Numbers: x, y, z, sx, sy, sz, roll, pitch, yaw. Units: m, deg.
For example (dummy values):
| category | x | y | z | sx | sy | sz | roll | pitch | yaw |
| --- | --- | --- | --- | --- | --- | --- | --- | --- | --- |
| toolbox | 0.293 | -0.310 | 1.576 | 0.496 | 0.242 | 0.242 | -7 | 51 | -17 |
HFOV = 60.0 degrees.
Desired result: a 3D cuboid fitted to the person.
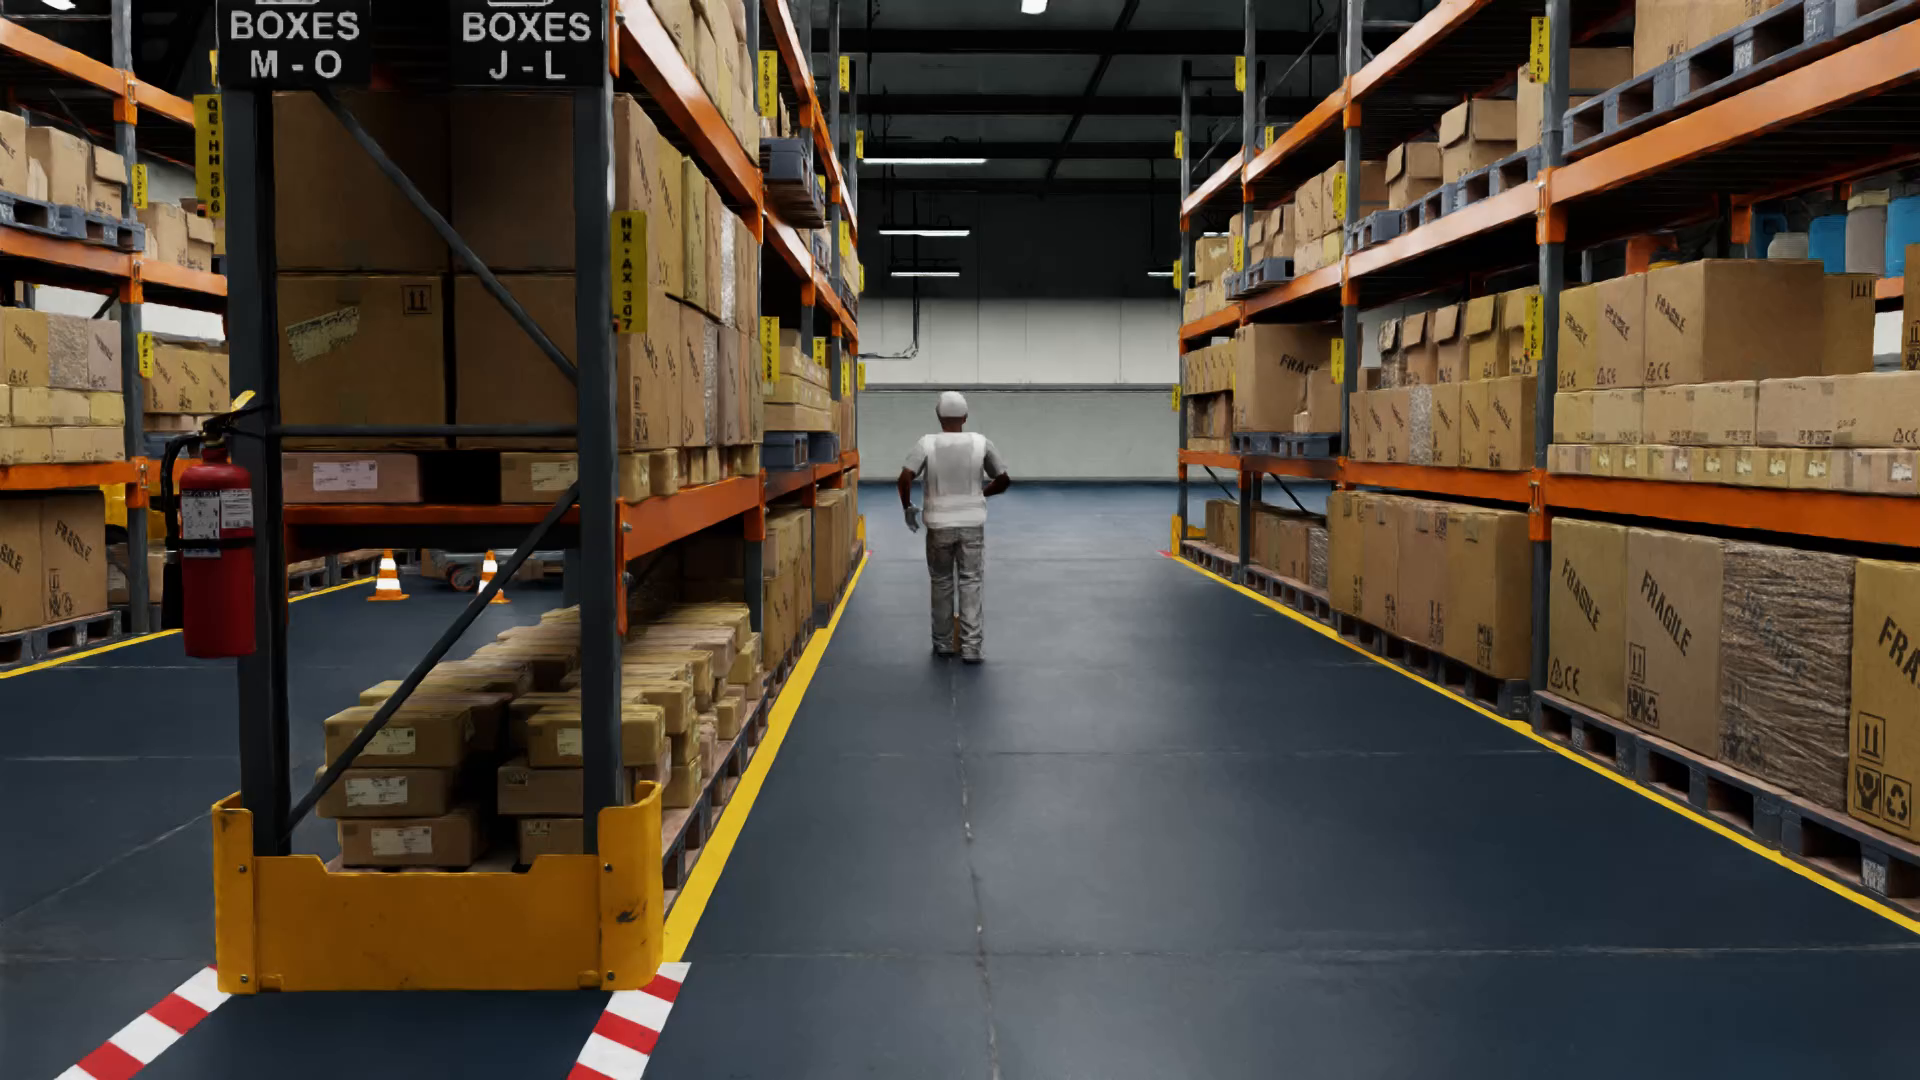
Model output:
| category | x | y | z | sx | sy | sz | roll | pitch | yaw |
| --- | --- | --- | --- | --- | --- | --- | --- | --- | --- |
| person | -0.044 | -0.098 | 11.069 | 0.733 | 1.790 | 0.728 | 0 | 4 | -2 |
